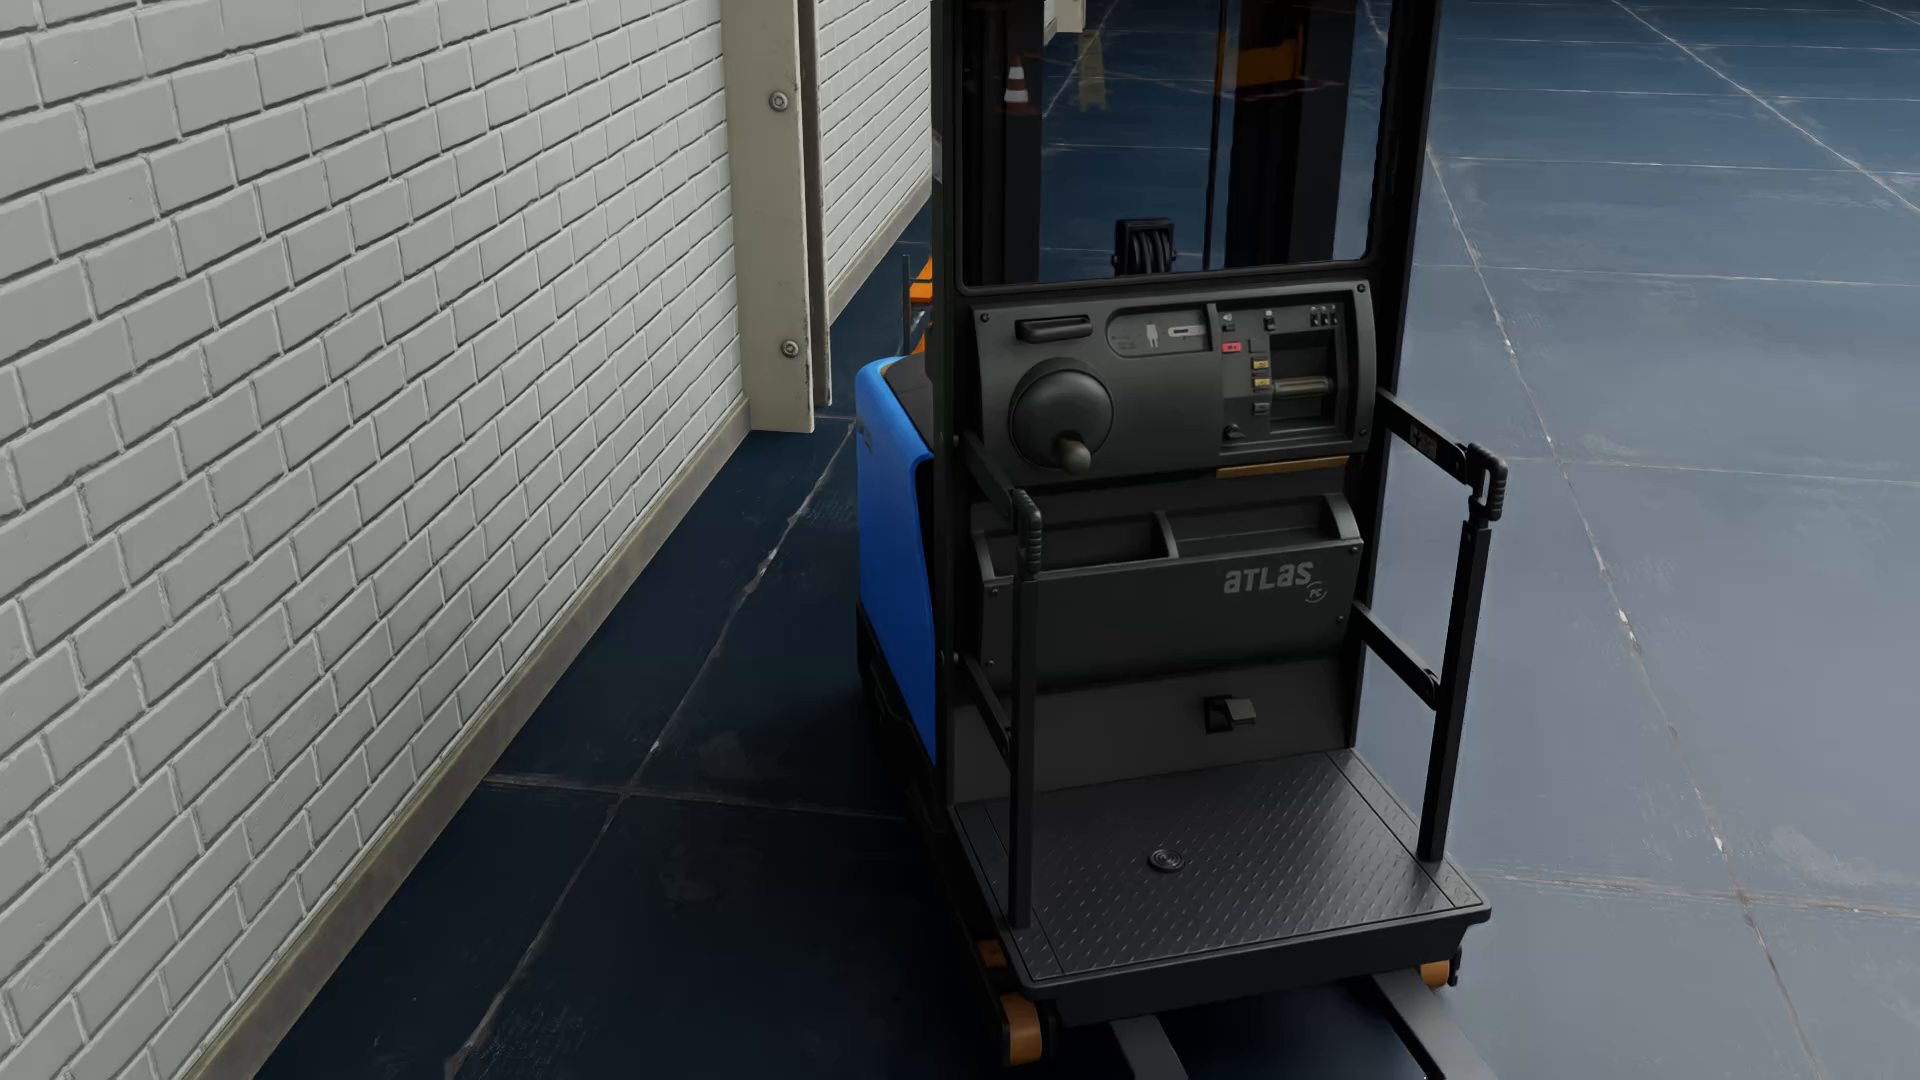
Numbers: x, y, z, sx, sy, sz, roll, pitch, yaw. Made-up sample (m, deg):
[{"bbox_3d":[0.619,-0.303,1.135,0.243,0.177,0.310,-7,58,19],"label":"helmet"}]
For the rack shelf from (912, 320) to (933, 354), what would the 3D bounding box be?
[{"bbox_3d":[-0.027,-0.616,5.781,0.258,0.148,0.480,4,25,9],"label":"rack shelf"}]

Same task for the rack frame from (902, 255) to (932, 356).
[{"bbox_3d":[-0.067,-0.372,5.630,0.240,1.200,0.015,4,25,9],"label":"rack frame"}]

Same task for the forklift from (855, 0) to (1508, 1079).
[{"bbox_3d":[0.541,-0.330,3.498,1.130,2.935,3.031,-6,26,-13],"label":"forklift"}]

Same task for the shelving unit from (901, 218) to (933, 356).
[{"bbox_3d":[-0.027,-0.474,5.848,0.258,1.200,0.503,4,25,9],"label":"shelving unit"}]

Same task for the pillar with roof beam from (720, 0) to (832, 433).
[{"bbox_3d":[3.480,-4.337,4.900,9.100,9.000,0.400,4,25,9],"label":"pillar with roof beam"}]

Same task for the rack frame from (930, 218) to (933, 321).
[{"bbox_3d":[0.013,-0.576,6.066,0.240,1.200,0.015,4,25,9],"label":"rack frame"}]

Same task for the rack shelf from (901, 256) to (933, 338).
[{"bbox_3d":[-0.027,-0.830,5.681,0.258,0.148,0.480,4,25,9],"label":"rack shelf"}]

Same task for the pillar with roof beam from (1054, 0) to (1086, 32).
[{"bbox_3d":[5.441,-9.355,15.622,9.100,9.000,0.400,4,25,9],"label":"pillar with roof beam"}]
